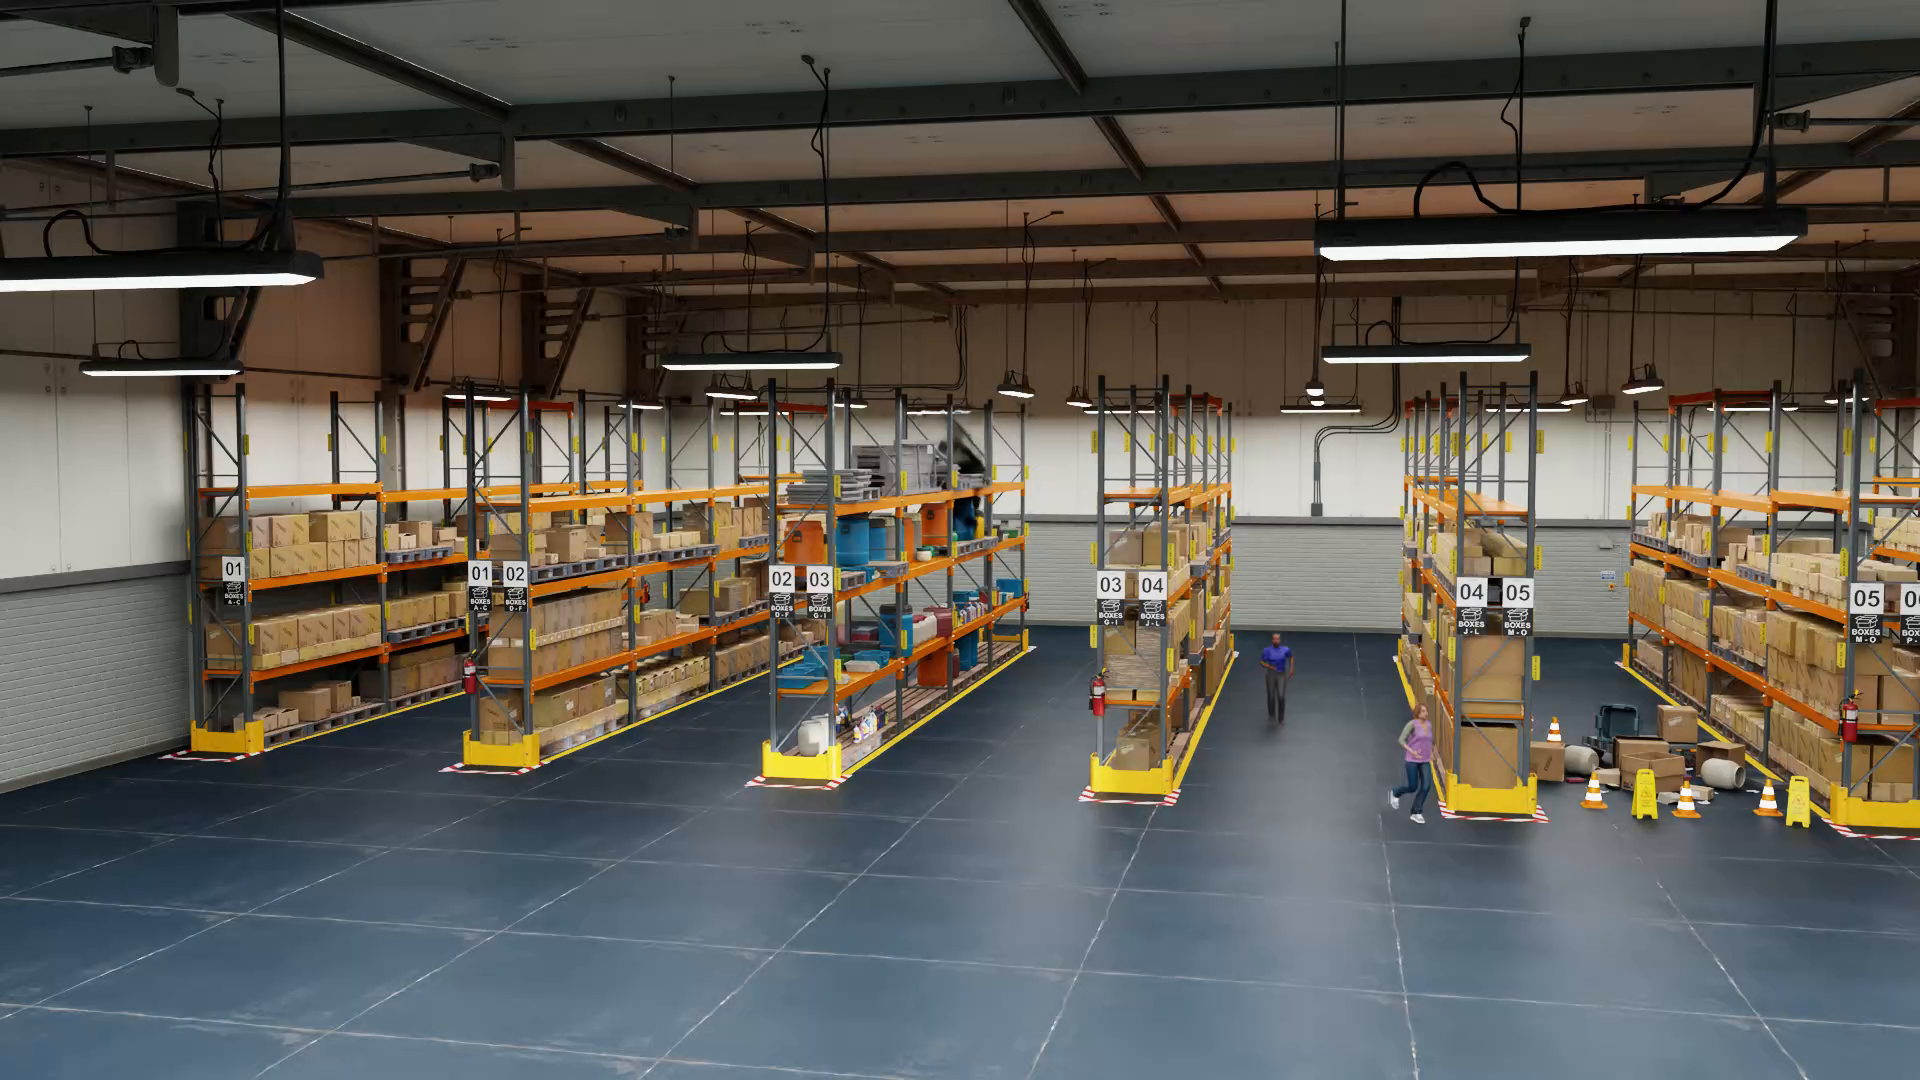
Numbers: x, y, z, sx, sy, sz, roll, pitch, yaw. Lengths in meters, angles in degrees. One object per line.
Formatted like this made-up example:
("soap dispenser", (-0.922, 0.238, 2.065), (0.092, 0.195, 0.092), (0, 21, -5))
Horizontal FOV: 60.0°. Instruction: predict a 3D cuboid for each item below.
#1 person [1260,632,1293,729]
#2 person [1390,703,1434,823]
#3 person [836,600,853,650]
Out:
("person", (5.632, 2.504, 29.573), (0.589, 1.735, 0.747), (1, 3, 9))
("person", (6.102, 2.956, 22.251), (0.569, 1.566, 0.678), (-1, 3, -20))
("person", (-2.623, 1.868, 35.743), (0.544, 1.745, 0.628), (1, 3, 12))
